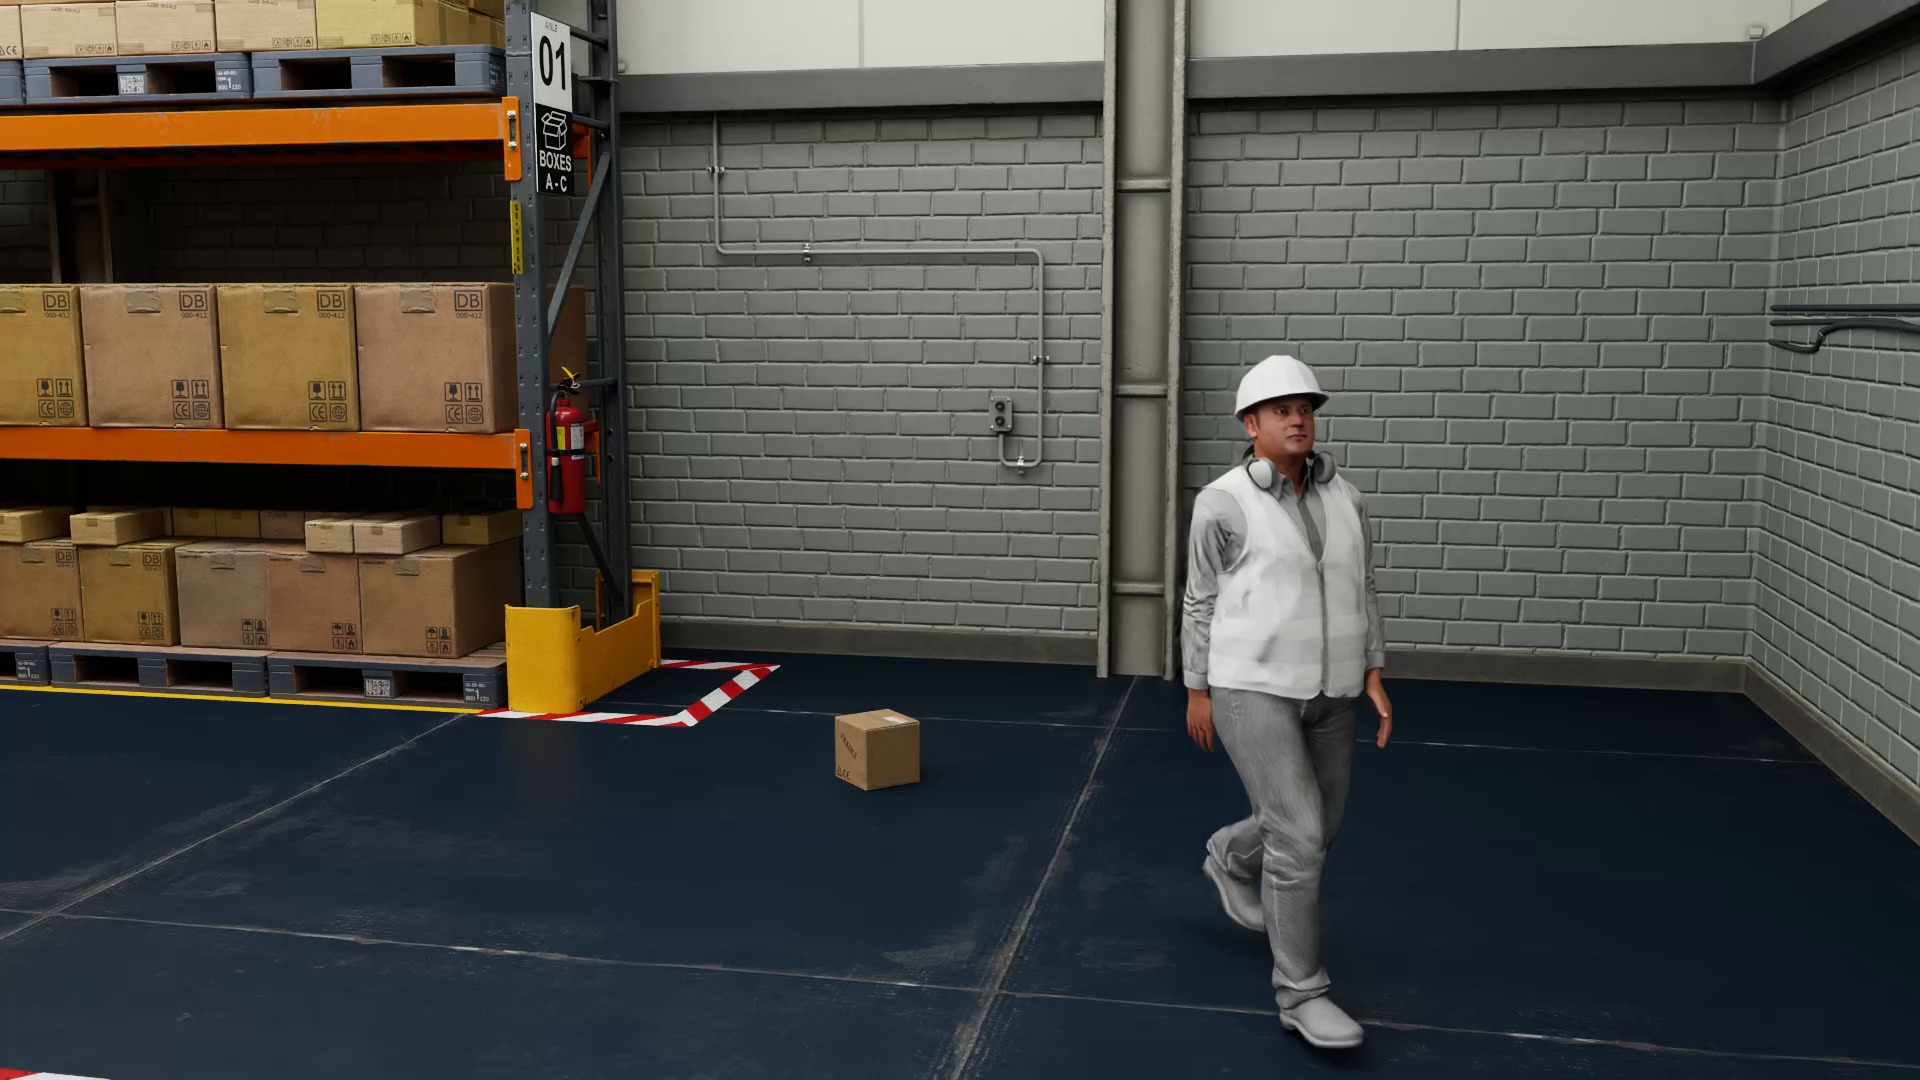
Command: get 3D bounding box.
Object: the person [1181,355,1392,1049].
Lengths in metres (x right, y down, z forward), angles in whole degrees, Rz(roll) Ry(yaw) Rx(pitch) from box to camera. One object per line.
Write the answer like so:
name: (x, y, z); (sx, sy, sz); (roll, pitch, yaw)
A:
person: (0.863, 0.378, 4.465); (0.531, 1.738, 0.938); (-4, 9, -24)
